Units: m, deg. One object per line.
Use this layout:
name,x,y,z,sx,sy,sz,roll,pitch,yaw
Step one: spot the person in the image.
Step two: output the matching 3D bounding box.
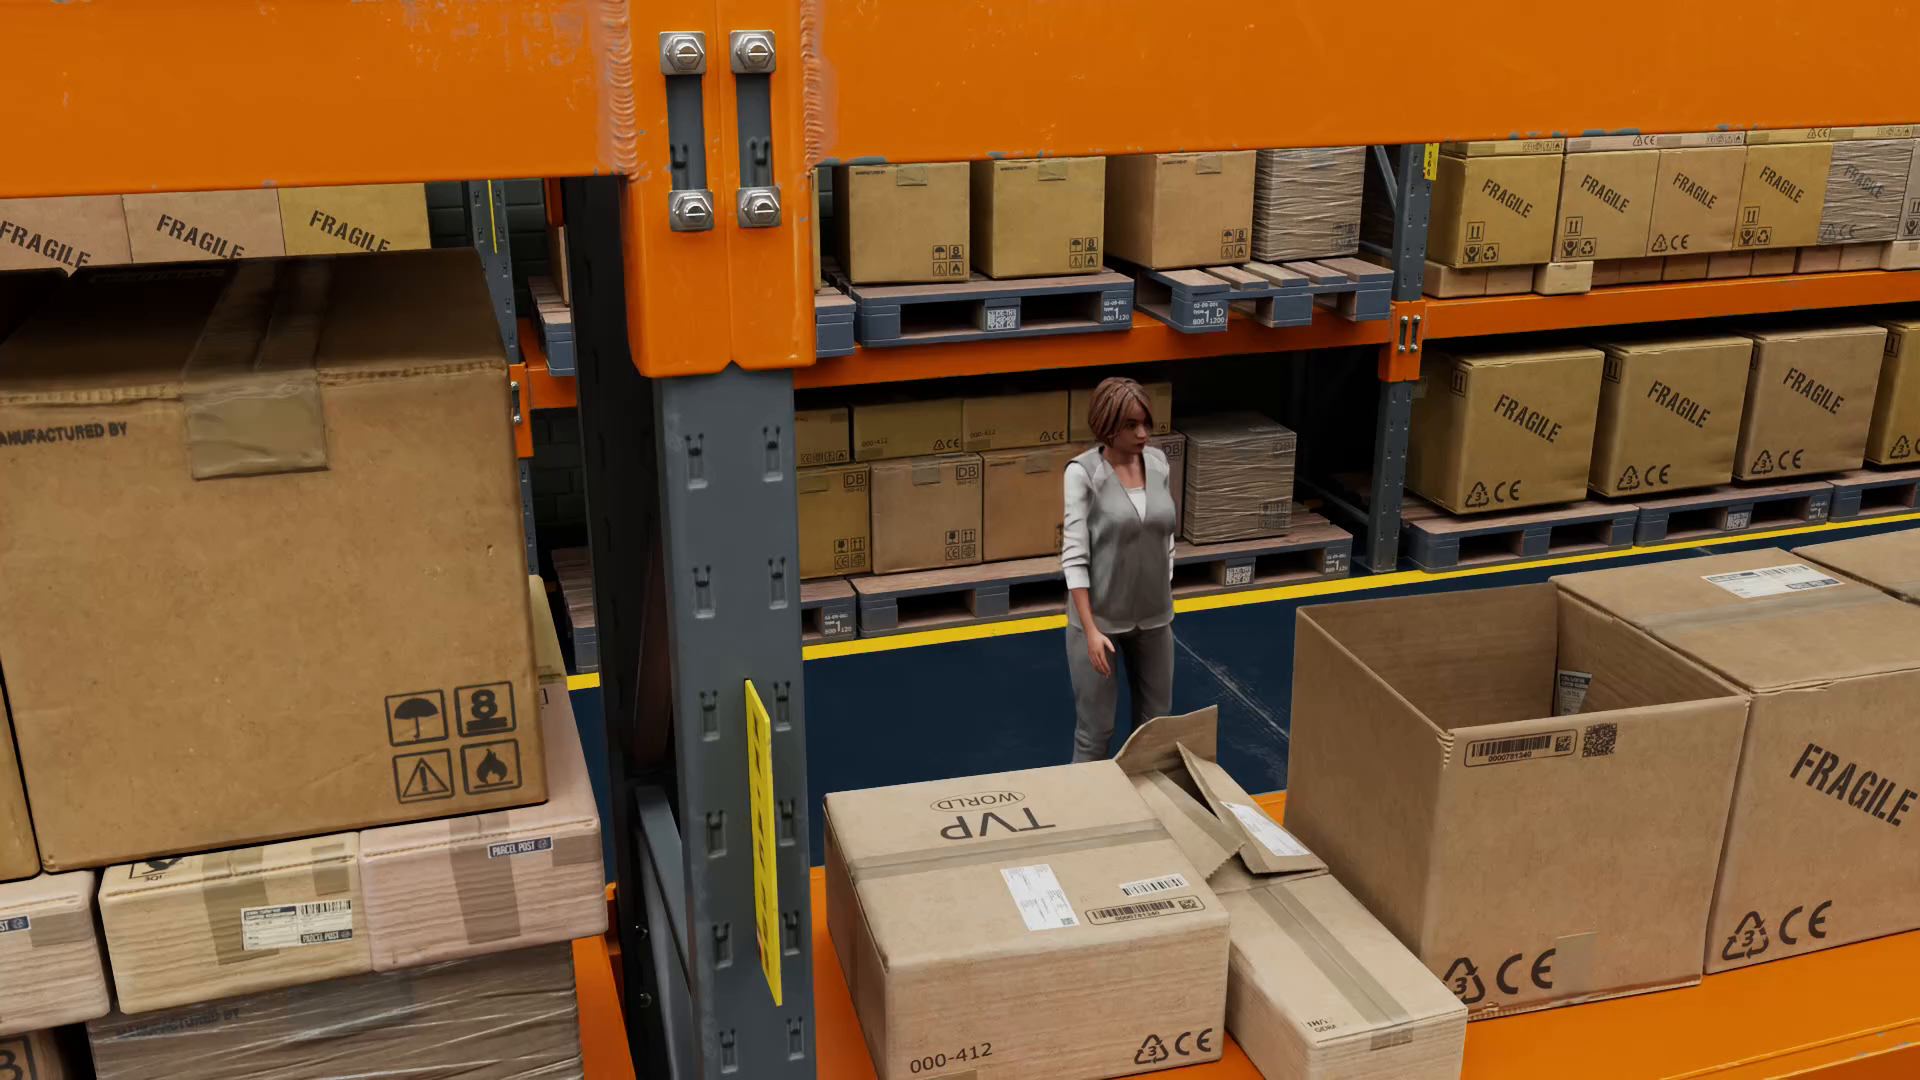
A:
person,0.522,0.293,5.231,0.431,1.622,0.413,-8,21,-20
